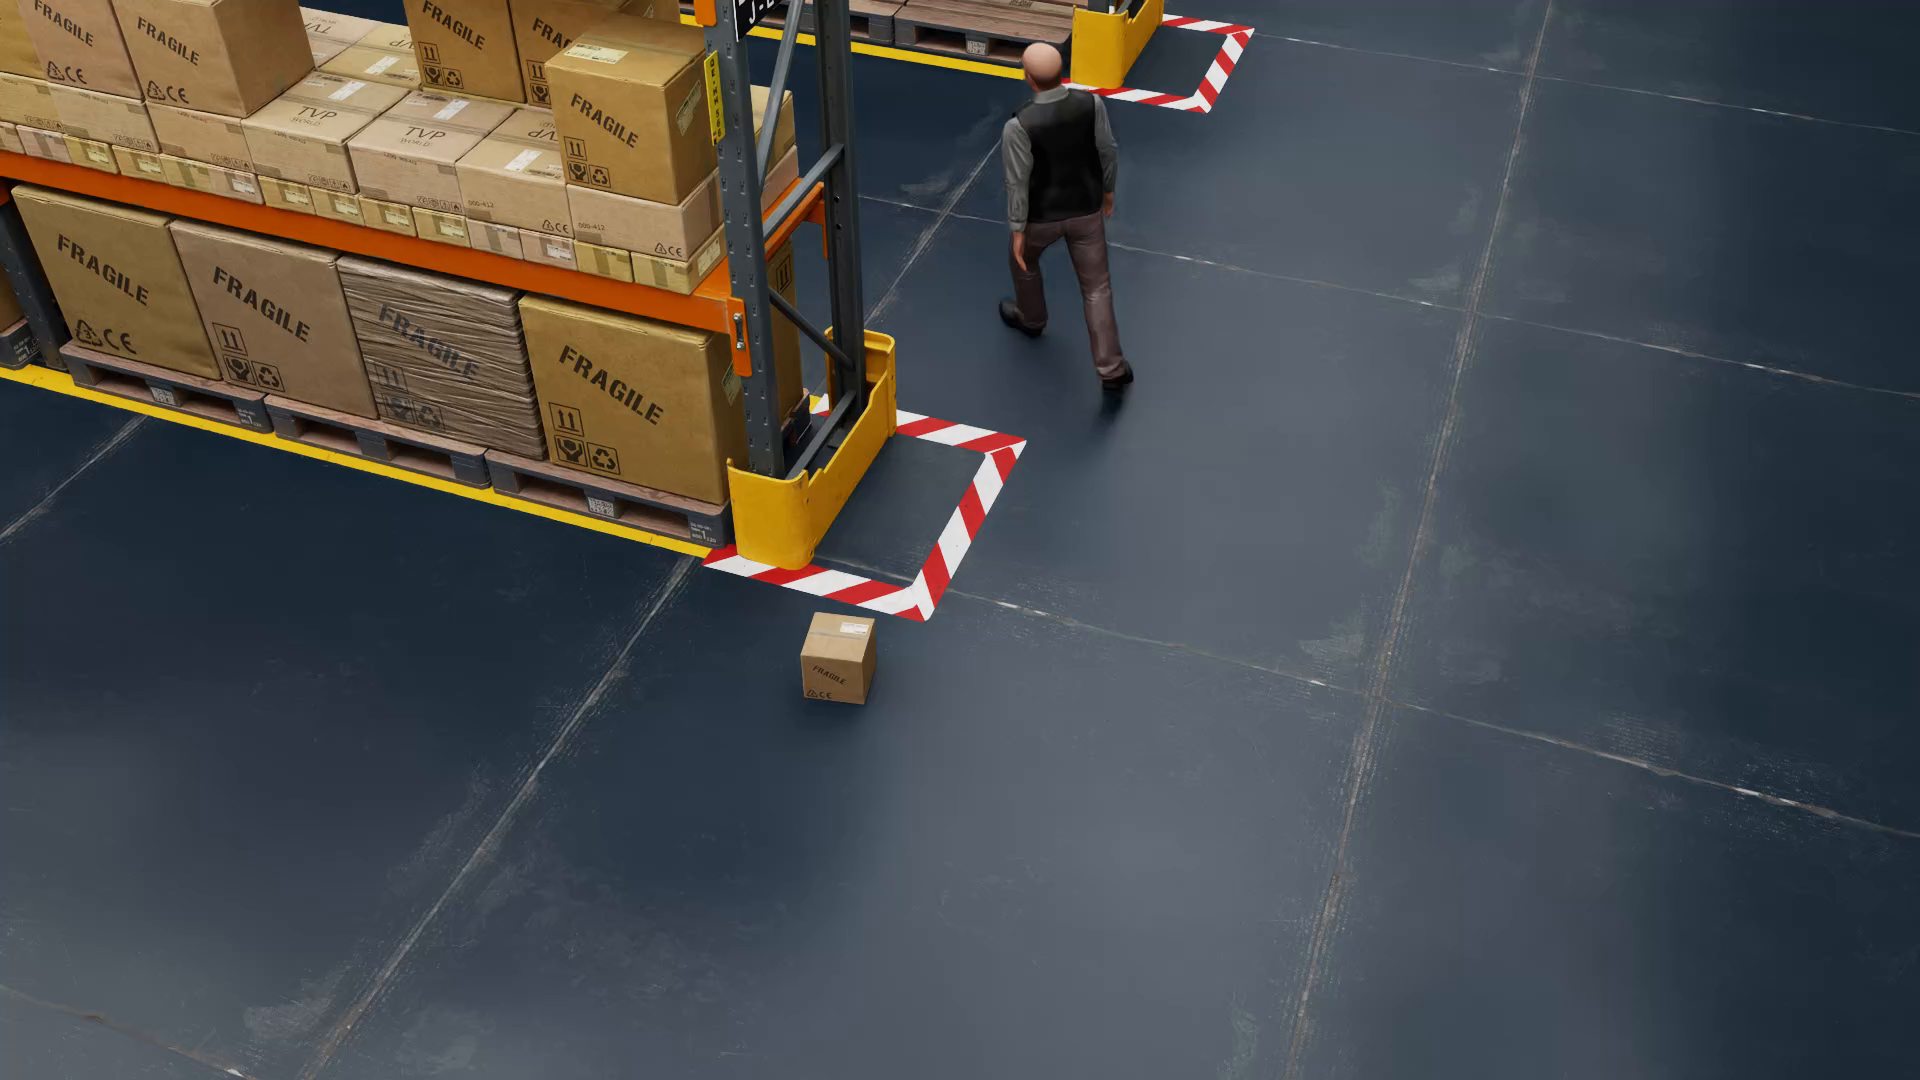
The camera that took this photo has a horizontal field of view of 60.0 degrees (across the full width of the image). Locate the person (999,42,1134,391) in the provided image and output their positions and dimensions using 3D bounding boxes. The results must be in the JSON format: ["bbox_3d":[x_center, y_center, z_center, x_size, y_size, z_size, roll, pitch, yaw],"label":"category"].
[{"bbox_3d":[0.502,-1.557,7.984,0.626,1.671,0.964,-8,42,-9],"label":"person"}]
